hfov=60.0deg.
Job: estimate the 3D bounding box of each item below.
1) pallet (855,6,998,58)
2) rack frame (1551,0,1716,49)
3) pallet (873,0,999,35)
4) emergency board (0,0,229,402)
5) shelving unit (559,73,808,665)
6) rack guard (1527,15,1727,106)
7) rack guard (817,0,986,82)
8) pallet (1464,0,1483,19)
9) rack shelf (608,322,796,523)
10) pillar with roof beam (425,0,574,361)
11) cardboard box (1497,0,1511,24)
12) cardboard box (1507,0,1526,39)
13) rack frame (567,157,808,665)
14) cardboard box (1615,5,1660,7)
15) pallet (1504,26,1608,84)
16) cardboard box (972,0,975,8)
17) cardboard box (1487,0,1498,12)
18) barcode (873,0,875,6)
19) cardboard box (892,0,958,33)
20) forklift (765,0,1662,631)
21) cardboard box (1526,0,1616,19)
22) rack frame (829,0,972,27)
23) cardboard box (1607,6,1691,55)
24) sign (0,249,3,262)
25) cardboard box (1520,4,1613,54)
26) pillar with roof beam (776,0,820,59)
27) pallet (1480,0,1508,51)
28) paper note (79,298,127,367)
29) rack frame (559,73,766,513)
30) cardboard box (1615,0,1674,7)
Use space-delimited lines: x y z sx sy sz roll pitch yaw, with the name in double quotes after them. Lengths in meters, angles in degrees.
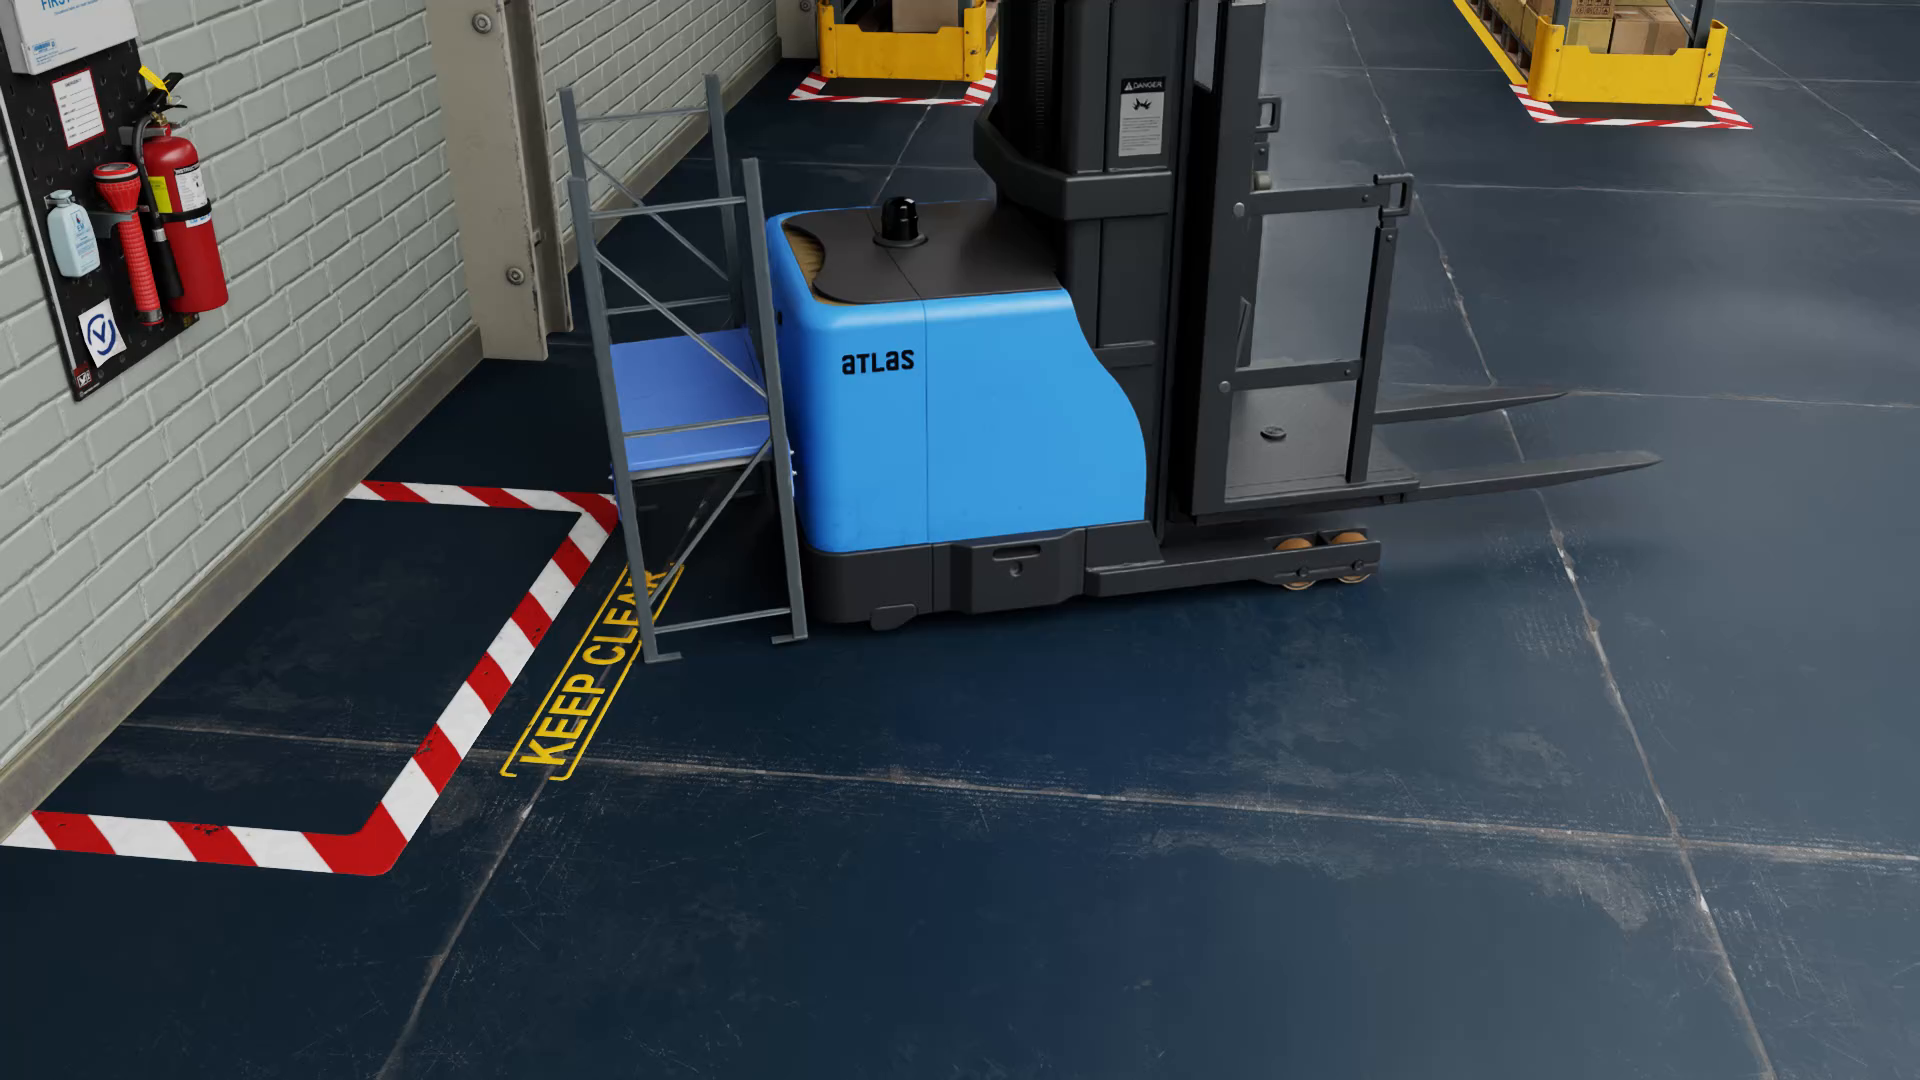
-0.275 -3.831 12.639 1.003 0.211 1.213 3 28 6 "pallet"
4.498 -4.357 10.674 1.000 3.000 0.127 3 28 6 "rack frame"
-0.123 -4.404 13.702 1.003 0.211 1.213 3 28 6 "pallet"
-2.267 -1.037 4.513 0.194 1.169 0.643 3 28 6 "emergency board"
-0.865 -0.556 5.179 0.538 1.500 1.048 -9 29 -10 "shelving unit"
4.495 -3.245 11.246 1.175 0.500 0.348 3 28 6 "rack guard"
-0.409 -3.578 11.864 1.175 0.500 0.348 3 28 6 "rack guard"
4.849 -4.640 14.140 1.003 0.211 1.213 3 28 6 "pallet"
-0.857 -0.399 5.266 0.538 0.185 1.000 -9 29 -10 "rack shelf"
2.346 -4.589 4.780 9.100 9.000 0.400 3 28 6 "pillar with roof beam"
4.380 -4.072 12.602 0.500 0.250 0.500 3 28 6 "cardboard box"
4.320 -3.837 12.165 0.500 0.250 0.500 3 28 6 "cardboard box"
-0.749 -0.322 4.743 0.500 1.500 0.032 -9 29 -10 "rack frame"
4.842 -3.806 12.108 0.500 0.250 0.500 3 28 6 "cardboard box"
4.550 -3.491 12.008 1.003 0.211 1.213 3 28 6 "pallet"
-0.175 -4.242 12.831 0.500 0.311 0.500 6 29 10 "cardboard box"
4.443 -4.307 13.039 0.500 0.250 0.500 3 28 6 "cardboard box"
-0.639 -4.009 12.390 0.001 0.075 0.075 3 28 6 "barcode"
-0.245 -3.973 12.333 0.500 0.311 0.500 0 28 0 "cardboard box"
0.902 -1.364 5.192 3.031 2.935 1.130 -6 29 -12 "forklift"
4.269 -3.931 11.549 0.500 0.500 0.500 3 28 6 "cardboard box"
-0.419 -4.643 11.205 1.000 3.000 0.127 3 28 6 "rack frame"
4.785 -3.570 11.671 0.500 0.250 0.500 3 28 6 "cardboard box"
-2.437 -0.799 4.032 0.001 0.329 0.234 3 28 6 "sign"
4.271 -3.601 11.727 0.500 0.250 0.500 3 28 6 "cardboard box"
3.081 -7.413 10.023 9.100 9.000 0.400 3 28 6 "pillar with roof beam"
4.702 -4.064 13.071 1.003 0.211 1.213 3 28 6 "pallet"
-2.357 -0.570 4.574 0.016 0.148 0.142 3 28 6 "paper note"
-0.981 -0.791 5.615 0.500 1.500 0.032 -9 29 -10 "rack frame"
4.844 -4.136 11.930 0.500 0.500 0.500 3 28 6 "cardboard box"
